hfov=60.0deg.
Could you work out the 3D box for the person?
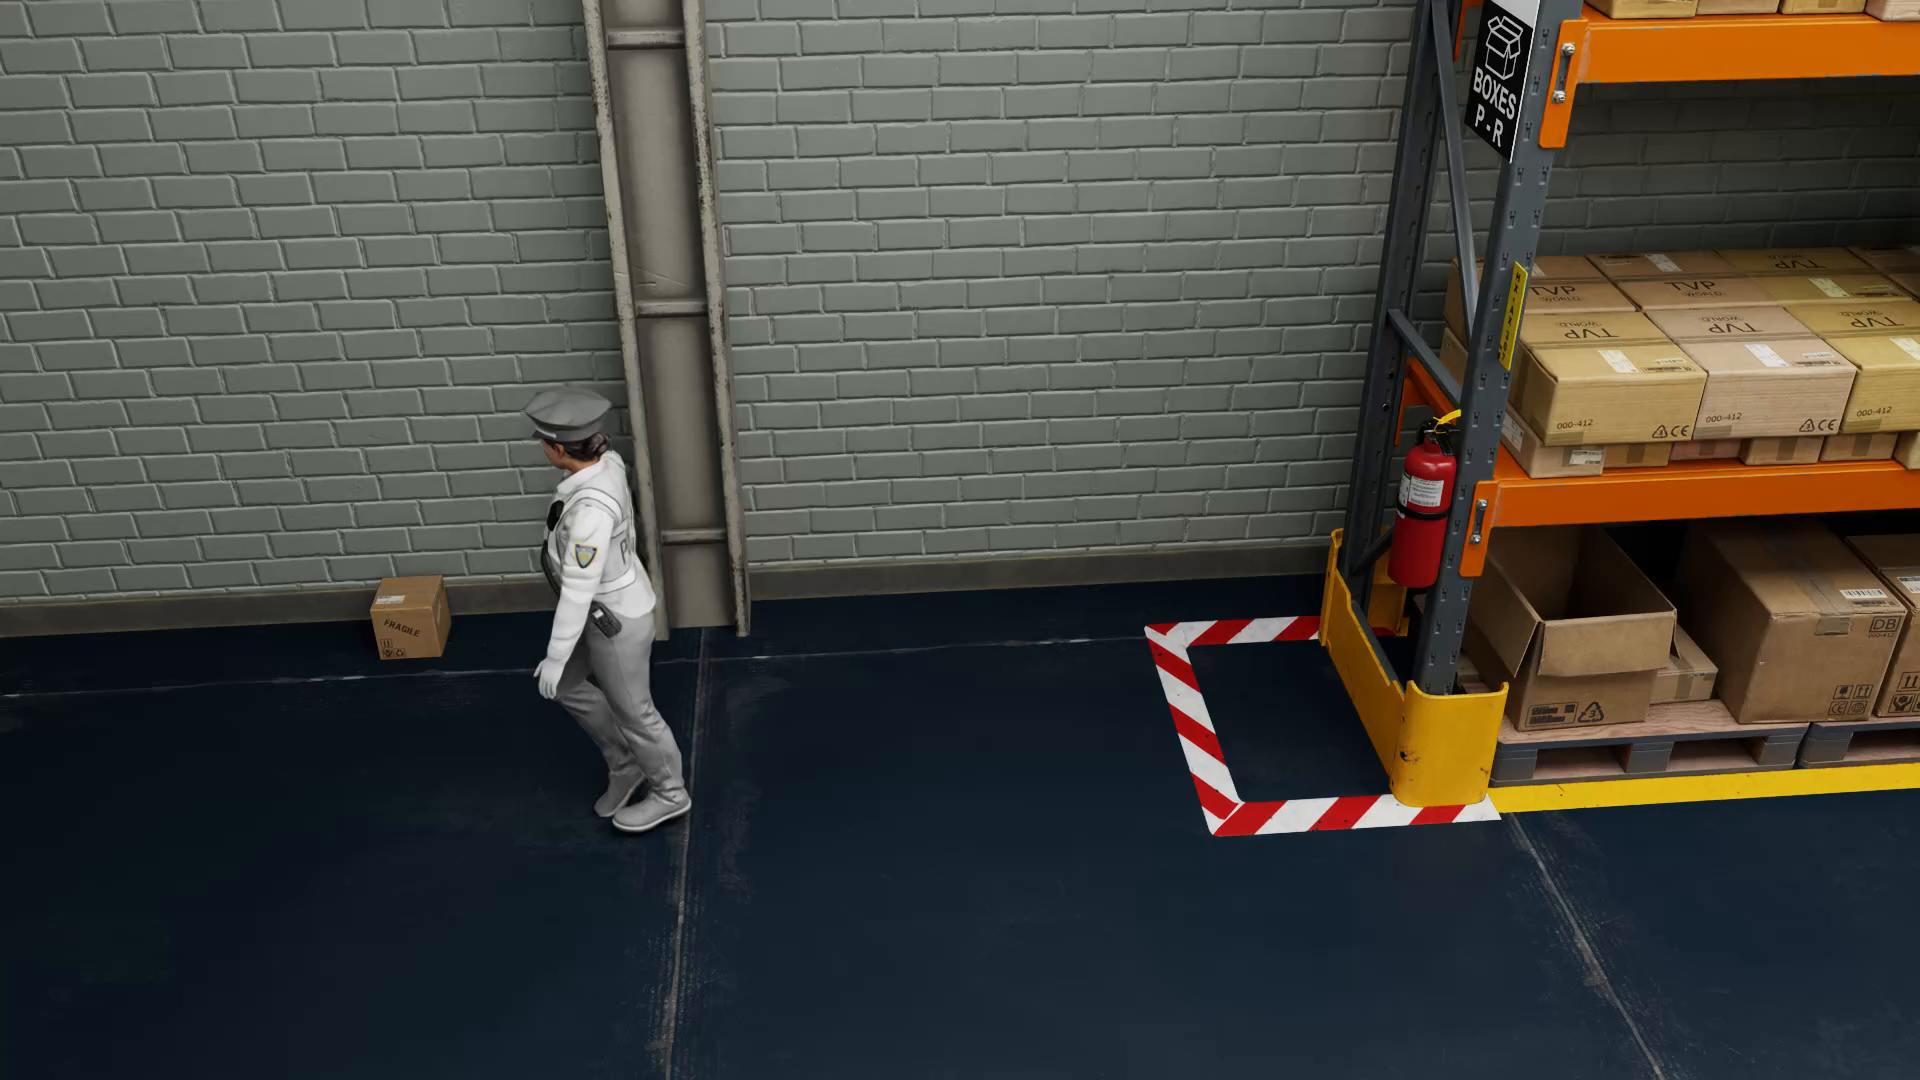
[{"bbox_3d":[-1.222,0.290,5.653,0.471,1.702,0.535,-7,32,-12],"label":"person"}]
